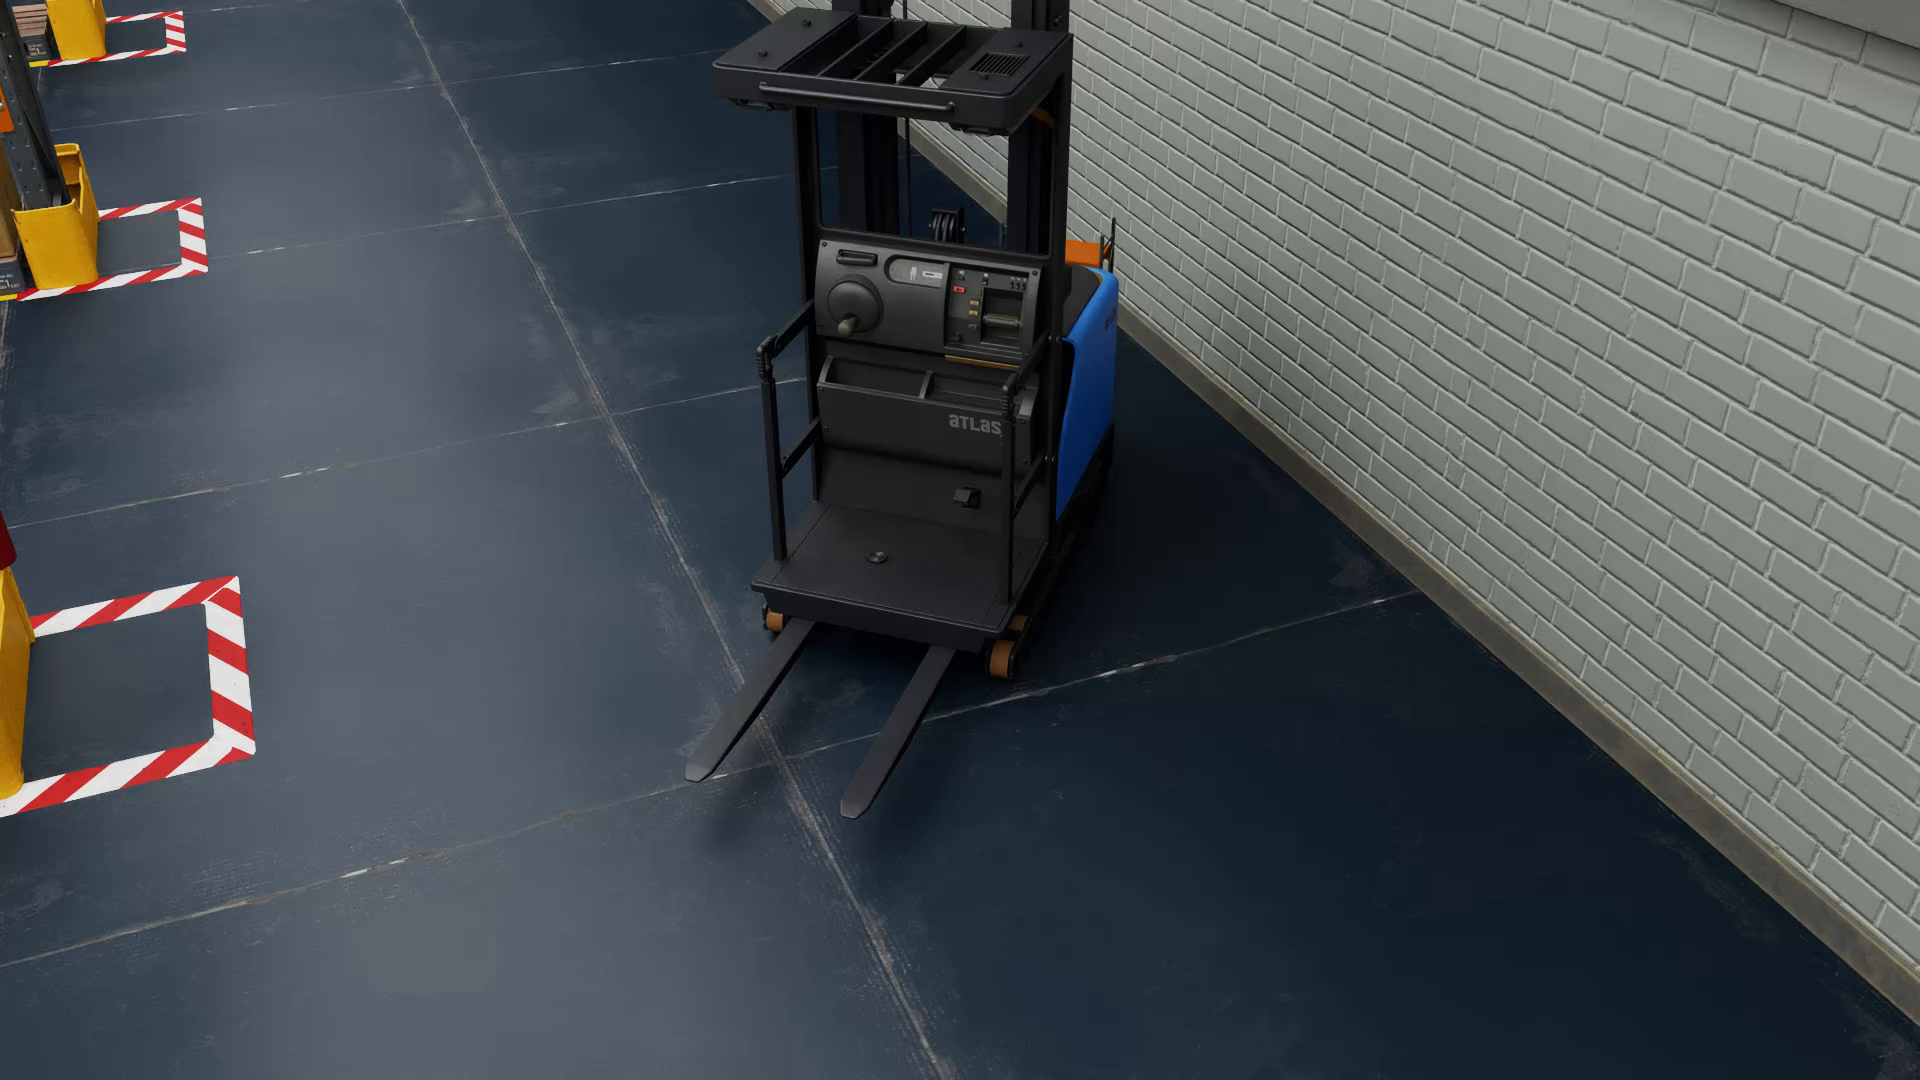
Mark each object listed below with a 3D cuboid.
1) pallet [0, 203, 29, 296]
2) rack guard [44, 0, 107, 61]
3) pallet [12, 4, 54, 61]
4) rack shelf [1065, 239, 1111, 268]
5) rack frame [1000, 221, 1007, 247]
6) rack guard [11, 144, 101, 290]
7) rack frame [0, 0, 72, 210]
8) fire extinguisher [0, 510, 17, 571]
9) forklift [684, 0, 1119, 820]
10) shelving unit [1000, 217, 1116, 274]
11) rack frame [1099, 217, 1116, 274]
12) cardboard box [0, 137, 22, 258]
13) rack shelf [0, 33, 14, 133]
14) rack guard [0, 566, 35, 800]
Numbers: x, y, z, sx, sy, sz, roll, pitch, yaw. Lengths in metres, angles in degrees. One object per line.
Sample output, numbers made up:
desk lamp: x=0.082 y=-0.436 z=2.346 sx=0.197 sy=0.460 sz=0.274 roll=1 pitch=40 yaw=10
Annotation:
pallet: x=-6.386 y=-1.708 z=10.182 sx=1.213 sy=0.211 sz=1.003 roll=-13 pitch=35 yaw=-19
rack guard: x=-7.579 y=-4.540 z=14.268 sx=0.348 sy=0.500 sz=1.175 roll=-13 pitch=35 yaw=-19
pallet: x=-8.372 y=-4.252 z=14.092 sx=1.213 sy=0.211 sz=1.003 roll=-13 pitch=35 yaw=-19
rack shelf: x=0.466 y=-1.342 z=7.991 sx=0.480 sy=0.148 sz=0.258 roll=10 pitch=34 yaw=15
rack frame: x=0.234 y=-1.055 z=8.271 sx=0.015 sy=1.200 sz=0.240 roll=10 pitch=34 yaw=15
rack guard: x=-5.657 y=-2.042 z=10.431 sx=0.348 sy=0.500 sz=1.175 roll=-13 pitch=35 yaw=-19
rack frame: x=-5.679 y=-3.085 z=9.741 sx=0.127 sy=3.000 sz=1.000 roll=-13 pitch=35 yaw=-19
fire extinguisher: x=-3.441 y=-0.202 z=5.723 sx=0.183 sy=0.674 sz=0.296 roll=-13 pitch=35 yaw=-19
forklift: x=-0.200 y=-0.903 z=6.451 sx=1.130 sy=2.935 sz=3.031 roll=10 pitch=34 yaw=15
shelving unit: x=0.466 y=-1.012 z=8.206 sx=0.503 sy=1.200 sz=0.258 roll=10 pitch=34 yaw=15
rack frame: x=0.697 y=-0.970 z=8.140 sx=0.015 sy=1.200 sz=0.240 roll=10 pitch=34 yaw=15
cardboard box: x=-6.238 y=-2.195 z=9.936 sx=0.875 sy=0.875 sz=0.875 roll=-13 pitch=35 yaw=-19
rack shelf: x=-7.523 y=-2.361 z=9.288 sx=4.000 sy=0.370 sz=1.077 roll=-13 pitch=35 yaw=-19
rack guard: x=-3.922 y=0.494 z=6.532 sx=0.348 sy=0.500 sz=1.175 roll=-13 pitch=35 yaw=-19
